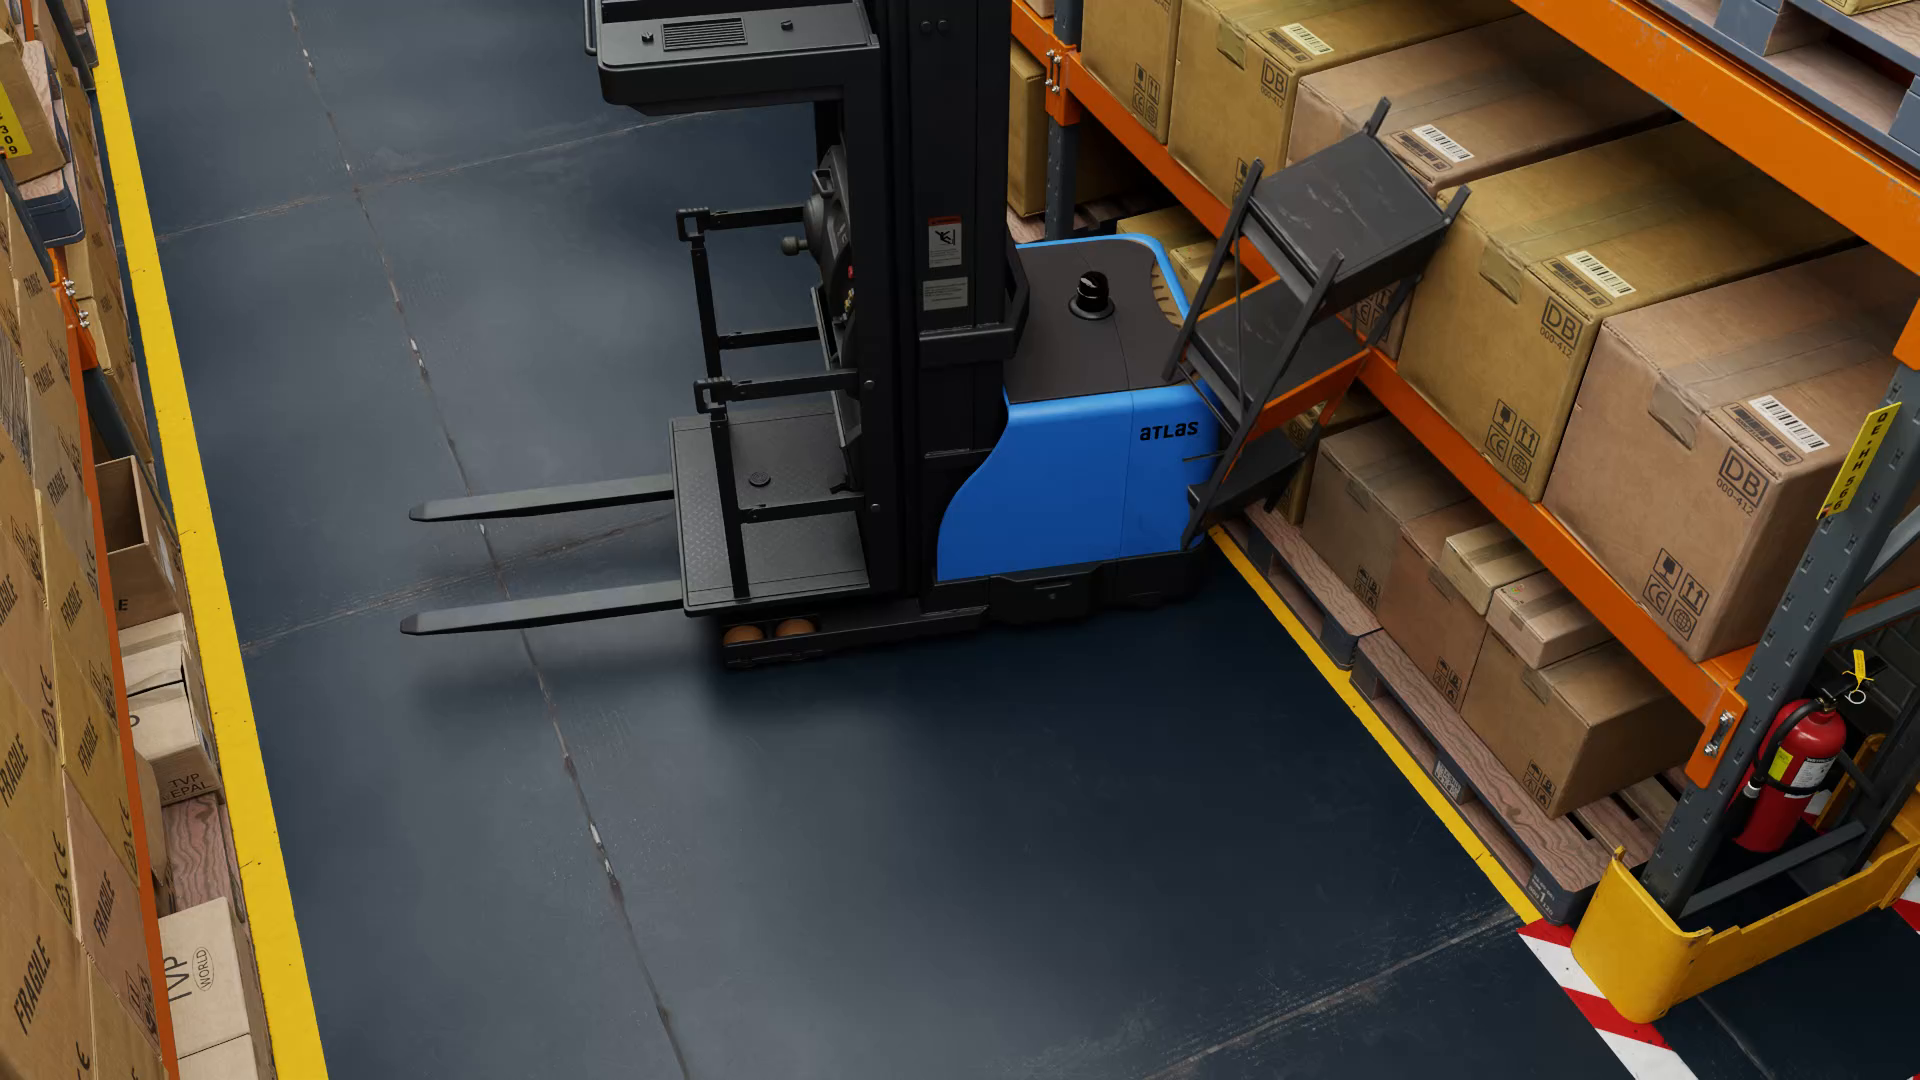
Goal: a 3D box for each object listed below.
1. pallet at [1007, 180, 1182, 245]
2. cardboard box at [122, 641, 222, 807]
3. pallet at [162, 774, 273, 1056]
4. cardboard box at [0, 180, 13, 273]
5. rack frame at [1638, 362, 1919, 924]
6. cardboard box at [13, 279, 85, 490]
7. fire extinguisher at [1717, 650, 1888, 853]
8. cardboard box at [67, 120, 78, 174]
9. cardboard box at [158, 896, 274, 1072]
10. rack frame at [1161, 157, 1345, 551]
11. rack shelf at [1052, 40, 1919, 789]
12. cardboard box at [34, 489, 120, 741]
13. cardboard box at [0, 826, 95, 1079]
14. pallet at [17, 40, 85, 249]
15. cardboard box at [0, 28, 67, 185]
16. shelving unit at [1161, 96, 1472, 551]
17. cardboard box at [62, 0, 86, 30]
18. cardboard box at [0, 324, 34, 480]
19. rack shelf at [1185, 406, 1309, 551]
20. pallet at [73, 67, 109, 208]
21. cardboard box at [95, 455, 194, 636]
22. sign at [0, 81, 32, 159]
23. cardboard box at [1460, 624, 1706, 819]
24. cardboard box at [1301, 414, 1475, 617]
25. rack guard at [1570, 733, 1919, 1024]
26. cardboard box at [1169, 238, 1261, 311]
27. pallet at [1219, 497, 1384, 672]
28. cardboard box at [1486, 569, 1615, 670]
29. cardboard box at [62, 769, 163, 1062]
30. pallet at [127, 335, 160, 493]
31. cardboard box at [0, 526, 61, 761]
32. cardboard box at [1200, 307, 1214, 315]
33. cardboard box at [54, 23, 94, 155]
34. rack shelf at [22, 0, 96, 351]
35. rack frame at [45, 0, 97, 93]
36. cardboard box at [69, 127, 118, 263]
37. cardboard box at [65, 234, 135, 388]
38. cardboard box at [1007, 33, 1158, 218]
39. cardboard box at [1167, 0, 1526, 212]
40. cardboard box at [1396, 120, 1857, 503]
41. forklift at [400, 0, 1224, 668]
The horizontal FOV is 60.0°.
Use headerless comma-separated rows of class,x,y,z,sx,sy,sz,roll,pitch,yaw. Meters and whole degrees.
pallet,0.478,-1.858,8.483,1.003,0.211,1.213,-18,47,-17
cardboard box,-2.810,0.641,5.565,0.500,0.311,0.500,-18,47,-17
pallet,-2.817,1.293,5.290,1.003,0.211,1.213,-18,47,-17
cardboard box,-3.174,-1.062,4.908,0.500,0.500,0.500,-18,47,-17
rack frame,2.553,0.167,4.445,1.000,3.000,0.127,-18,47,-17
cardboard box,-2.961,-0.381,4.929,0.500,0.500,0.500,-17,47,-16
fire extinguisher,2.198,0.560,4.367,0.296,0.674,0.183,-18,47,-17
cardboard box,-4.236,-1.787,7.358,0.500,0.250,0.500,-19,48,-18
cardboard box,-2.332,1.387,4.853,0.500,0.250,0.500,-18,47,-17
rack frame,0.829,-0.470,5.616,0.015,2.100,0.400,-28,71,-20
rack shelf,1.712,-0.851,5.989,1.077,0.370,4.000,-18,47,-17
cardboard box,-2.526,0.270,4.270,0.500,0.500,0.500,-17,47,-17
cardboard box,-1.887,0.881,2.939,0.500,0.500,0.500,-17,47,-16
pallet,-3.859,-1.389,6.159,1.003,0.211,1.213,-18,47,-17
cardboard box,-3.618,-1.469,5.733,0.700,0.500,0.500,-34,54,-30
shelving unit,1.031,-0.579,5.699,0.503,2.100,0.431,-28,71,-20
cardboard box,-5.258,-3.057,9.371,0.500,0.250,0.500,-18,47,-18
cardboard box,-2.745,-0.415,4.252,0.500,0.500,0.500,-18,47,-17
rack shelf,0.945,-0.262,6.332,0.480,0.518,0.431,-28,71,-20
pallet,-5.024,-1.986,8.612,1.003,0.211,1.213,-18,47,-17
cardboard box,-3.125,0.096,5.983,0.500,0.500,0.500,-18,47,-17
sign,-3.133,-1.390,5.406,0.100,0.325,0.005,-18,47,-17
cardboard box,2.168,0.491,5.597,0.700,0.500,0.500,-18,47,-17
cardboard box,1.745,-0.148,6.245,0.700,0.500,0.500,-19,48,-19
rack guard,2.563,1.073,5.307,1.175,0.500,0.348,-18,47,-17
cardboard box,1.071,-1.093,6.741,0.380,0.149,0.250,-17,47,-16
pallet,1.637,-0.103,6.704,1.003,0.211,1.213,-18,47,-17
cardboard box,1.948,0.232,5.398,0.380,0.149,0.250,-19,48,-18
cardboard box,-2.109,0.909,3.622,0.500,0.500,0.500,-18,48,-18
pallet,-3.998,-0.431,7.036,1.003,0.211,1.213,-18,47,-17
cardboard box,-2.320,0.229,3.599,0.500,0.500,0.500,-17,47,-17
cardboard box,1.301,-0.813,6.919,0.700,0.500,0.500,-18,48,-18
cardboard box,-4.698,-2.205,8.316,0.500,0.500,0.500,-16,47,-16
rack shelf,-4.463,-1.935,7.087,1.077,0.370,4.000,-18,47,-17
rack frame,-5.304,-3.465,8.126,1.000,3.000,0.127,-18,47,-17
cardboard box,-4.254,-1.543,7.645,0.500,0.500,0.500,-20,48,-19
cardboard box,-3.839,-0.900,6.993,0.500,0.500,0.500,-17,47,-17
cardboard box,0.480,-2.142,8.016,0.750,0.750,0.750,-18,47,-17
cardboard box,1.386,-1.671,6.094,0.980,0.700,0.700,-19,48,-18
cardboard box,2.013,-0.722,5.132,0.980,0.700,0.700,-18,48,-18
forklift,-0.620,-0.965,5.641,3.031,2.935,1.130,-7,45,-7
